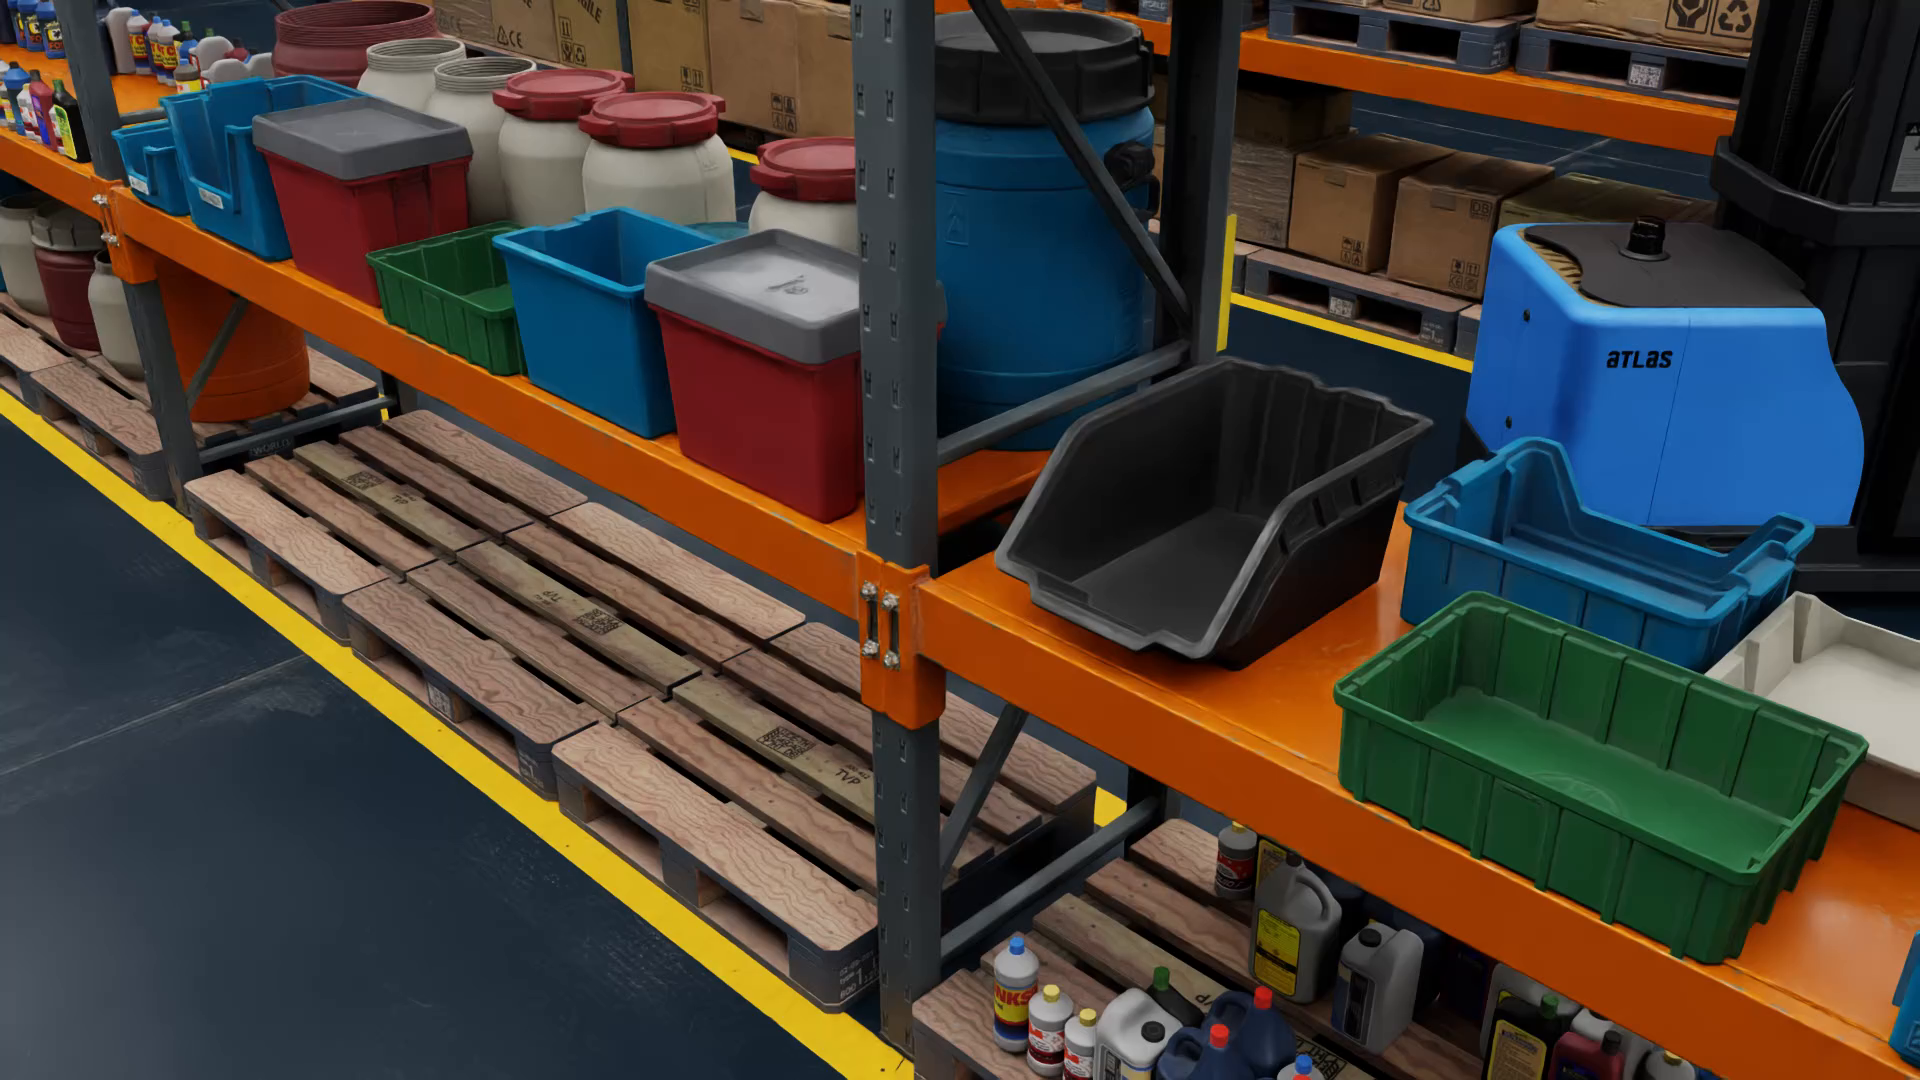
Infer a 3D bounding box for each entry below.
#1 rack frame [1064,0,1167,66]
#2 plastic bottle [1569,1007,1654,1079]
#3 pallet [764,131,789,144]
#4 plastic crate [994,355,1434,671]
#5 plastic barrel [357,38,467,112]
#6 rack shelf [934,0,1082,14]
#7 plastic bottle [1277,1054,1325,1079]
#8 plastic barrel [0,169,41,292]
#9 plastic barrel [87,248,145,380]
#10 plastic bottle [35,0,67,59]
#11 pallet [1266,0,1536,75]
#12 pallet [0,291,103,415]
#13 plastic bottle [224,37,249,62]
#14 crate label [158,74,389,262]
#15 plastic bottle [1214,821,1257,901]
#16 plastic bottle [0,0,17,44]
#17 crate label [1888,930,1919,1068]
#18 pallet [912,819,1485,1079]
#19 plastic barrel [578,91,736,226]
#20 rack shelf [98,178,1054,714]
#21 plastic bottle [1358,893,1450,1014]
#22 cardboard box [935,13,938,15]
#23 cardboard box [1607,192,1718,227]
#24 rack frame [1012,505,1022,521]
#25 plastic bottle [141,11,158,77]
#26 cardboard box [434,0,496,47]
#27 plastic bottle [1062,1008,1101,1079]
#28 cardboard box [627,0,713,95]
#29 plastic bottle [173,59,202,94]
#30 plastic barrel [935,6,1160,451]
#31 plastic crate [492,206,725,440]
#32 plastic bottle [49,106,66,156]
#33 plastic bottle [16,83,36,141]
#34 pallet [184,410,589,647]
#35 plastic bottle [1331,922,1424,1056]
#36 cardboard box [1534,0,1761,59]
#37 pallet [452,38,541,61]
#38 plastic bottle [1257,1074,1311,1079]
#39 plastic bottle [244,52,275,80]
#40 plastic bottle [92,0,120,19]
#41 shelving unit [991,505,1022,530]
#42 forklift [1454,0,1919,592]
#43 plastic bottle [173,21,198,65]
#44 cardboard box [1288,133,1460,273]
[{"bbox_3d":[0.822,-3.231,9.172,0.127,3.000,1.000,25,36,38],"label":"rack frame"},{"bbox_3d":[1.344,1.065,3.455,0.152,0.276,0.135,-25,36,-38],"label":"plastic bottle"},{"bbox_3d":[-0.553,-2.677,11.115,1.213,0.211,1.003,25,36,38],"label":"pallet"},{"bbox_3d":[0.486,-0.042,3.173,0.504,0.338,0.767,25,36,38],"label":"plastic crate"},{"bbox_3d":[-1.767,-1.372,5.517,0.421,0.512,0.421,0,28,0],"label":"plastic barrel"},{"bbox_3d":[-0.604,-3.565,10.581,4.000,0.370,1.077,25,36,38],"label":"rack shelf"},{"bbox_3d":[0.675,1.139,3.320,0.097,0.271,0.097,0,28,0],"label":"plastic bottle"},{"bbox_3d":[-4.621,-1.736,8.131,0.708,0.901,0.600,25,36,38],"label":"plastic barrel"},{"bbox_3d":[-3.476,-0.981,7.114,0.421,0.512,0.421,0,28,0],"label":"plastic barrel"},{"bbox_3d":[-4.187,-2.364,7.660,0.097,0.271,0.097,0,28,0],"label":"plastic bottle"},{"bbox_3d":[2.263,-2.514,8.014,1.213,0.211,1.003,25,36,38],"label":"pallet"},{"bbox_3d":[-4.107,-0.995,7.915,1.213,0.211,1.003,25,36,38],"label":"pallet"},{"bbox_3d":[-2.934,-1.907,6.779,0.133,0.283,0.061,25,36,38],"label":"plastic bottle"},{"bbox_3d":[-2.131,-1.189,5.251,0.616,0.435,0.502,25,36,38],"label":"crate label"},{"bbox_3d":[0.679,0.776,4.084,0.097,0.201,0.097,0,28,0],"label":"plastic bottle"},{"bbox_3d":[-4.587,-2.571,7.970,0.185,0.351,0.144,25,36,38],"label":"plastic bottle"},{"bbox_3d":[1.552,0.496,2.045,0.616,0.435,0.502,25,36,38],"label":"crate label"},{"bbox_3d":[0.652,1.185,3.770,1.213,0.211,1.003,25,36,38],"label":"pallet"},{"bbox_3d":[-0.849,-0.967,4.720,0.433,0.535,0.433,0,28,0],"label":"plastic barrel"},{"bbox_3d":[-1.224,-0.617,4.973,4.000,0.370,1.077,25,36,38],"label":"rack shelf"},{"bbox_3d":[1.000,0.872,3.741,0.185,0.351,0.144,22,35,36],"label":"plastic bottle"},{"bbox_3d":[0.345,-2.709,10.010,0.875,0.875,1.225,23,35,36],"label":"cardboard box"},{"bbox_3d":[3.252,-1.222,7.564,0.500,0.500,0.700,21,34,35],"label":"cardboard box"},{"bbox_3d":[0.358,-0.334,5.677,0.032,1.125,0.500,25,36,38],"label":"rack frame"},{"bbox_3d":[-3.524,-2.177,7.292,0.133,0.283,0.061,25,36,38],"label":"plastic bottle"},{"bbox_3d":[-3.721,-4.608,13.622,0.875,0.875,0.875,25,36,38],"label":"cardboard box"},{"bbox_3d":[0.267,1.077,3.512,0.097,0.201,0.097,0,28,0],"label":"plastic bottle"},{"bbox_3d":[-1.560,-3.580,11.667,0.875,0.875,1.225,25,36,39],"label":"cardboard box"},{"bbox_3d":[-3.136,-1.852,6.762,0.097,0.201,0.097,0,28,0],"label":"plastic bottle"},{"bbox_3d":[0.139,-0.731,3.878,0.708,0.901,0.600,25,36,38],"label":"plastic barrel"},{"bbox_3d":[-0.803,-0.532,4.056,0.575,0.384,0.392,25,36,38],"label":"plastic crate"},{"bbox_3d":[-3.307,-1.534,6.157,0.097,0.201,0.097,0,28,0],"label":"plastic bottle"},{"bbox_3d":[-3.541,-1.641,6.361,0.097,0.201,0.097,0,28,0],"label":"plastic bottle"},{"bbox_3d":[-2.125,-0.088,6.190,1.213,0.211,1.003,25,36,38],"label":"pallet"},{"bbox_3d":[0.914,0.963,3.650,0.135,0.276,0.152,25,36,38],"label":"plastic bottle"},{"bbox_3d":[3.206,-2.683,7.034,1.000,1.000,1.000,25,37,39],"label":"cardboard box"},{"bbox_3d":[-3.391,-3.974,13.582,1.213,0.211,1.003,25,36,38],"label":"pallet"},{"bbox_3d":[0.621,1.158,3.198,0.185,0.351,0.144,23,35,36],"label":"plastic bottle"},{"bbox_3d":[-2.732,-1.781,6.548,0.135,0.276,0.152,25,36,38],"label":"plastic bottle"},{"bbox_3d":[-3.832,-2.320,7.492,0.185,0.351,0.144,25,36,38],"label":"plastic bottle"},{"bbox_3d":[-0.005,-0.500,5.992,1.048,1.125,0.538,25,36,38],"label":"shelving unit"},{"bbox_3d":[3.482,-1.312,5.596,3.031,2.935,1.130,0,28,0],"label":"forklift"},{"bbox_3d":[-3.290,-2.069,7.088,0.133,0.283,0.061,25,36,38],"label":"plastic bottle"},{"bbox_3d":[2.128,-1.748,8.565,0.700,0.500,0.500,-22,35,-35],"label":"cardboard box"}]
